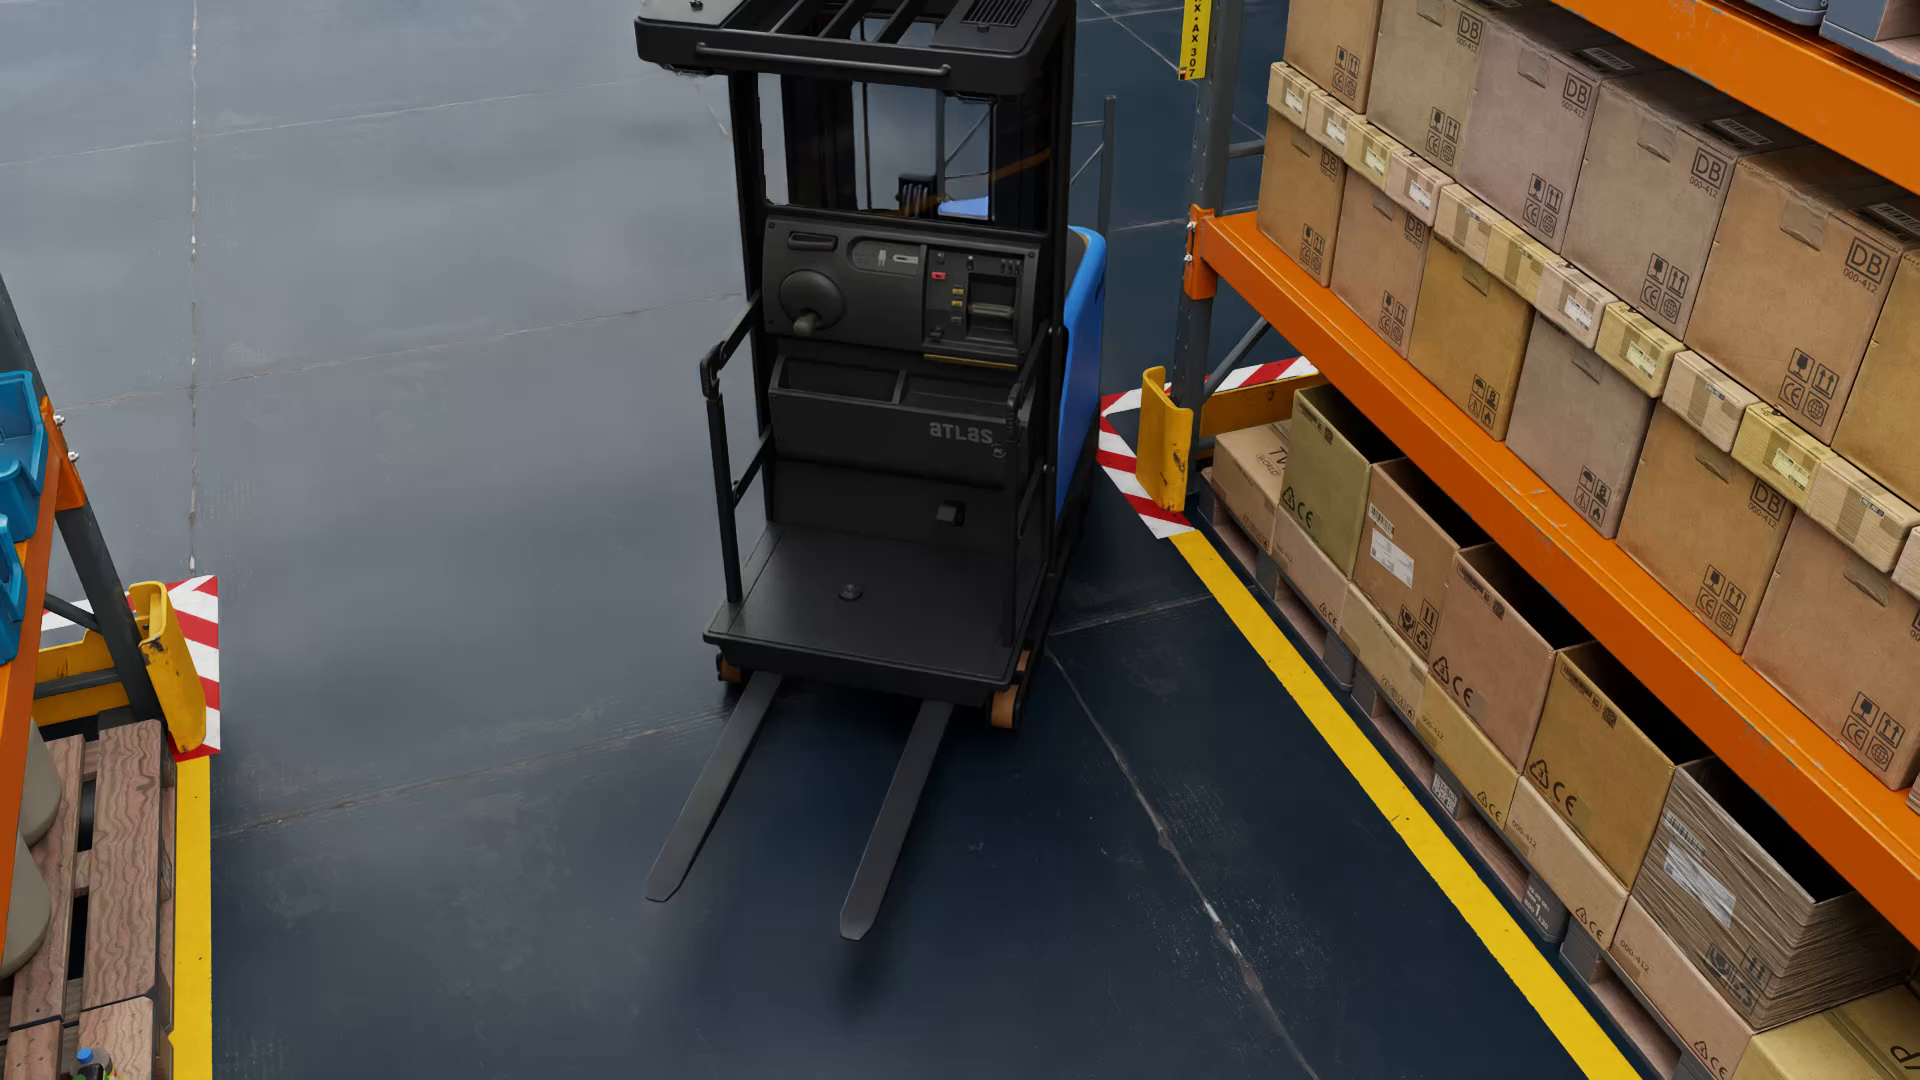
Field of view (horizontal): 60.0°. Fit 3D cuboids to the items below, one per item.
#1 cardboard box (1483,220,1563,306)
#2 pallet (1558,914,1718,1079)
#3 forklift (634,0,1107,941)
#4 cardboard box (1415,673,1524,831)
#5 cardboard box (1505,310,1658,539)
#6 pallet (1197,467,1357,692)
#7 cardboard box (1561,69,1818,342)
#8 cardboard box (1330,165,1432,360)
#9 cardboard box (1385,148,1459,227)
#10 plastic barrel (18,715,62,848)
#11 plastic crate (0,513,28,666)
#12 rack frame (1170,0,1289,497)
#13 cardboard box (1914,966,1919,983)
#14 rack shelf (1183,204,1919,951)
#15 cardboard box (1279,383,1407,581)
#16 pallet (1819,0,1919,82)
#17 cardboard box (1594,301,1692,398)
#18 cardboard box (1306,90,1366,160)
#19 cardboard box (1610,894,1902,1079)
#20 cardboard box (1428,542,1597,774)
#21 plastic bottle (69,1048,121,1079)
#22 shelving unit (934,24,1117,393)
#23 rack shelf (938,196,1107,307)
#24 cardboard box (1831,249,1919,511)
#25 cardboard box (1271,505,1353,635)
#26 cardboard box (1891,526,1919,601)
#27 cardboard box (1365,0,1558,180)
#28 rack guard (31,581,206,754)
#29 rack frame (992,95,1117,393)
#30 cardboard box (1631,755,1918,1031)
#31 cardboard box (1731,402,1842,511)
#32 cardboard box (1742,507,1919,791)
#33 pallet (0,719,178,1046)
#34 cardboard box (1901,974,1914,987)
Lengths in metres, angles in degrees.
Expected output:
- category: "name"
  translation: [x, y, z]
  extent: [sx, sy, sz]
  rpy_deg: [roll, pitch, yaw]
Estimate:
- category: "cardboard box"
  translation: [1.726, -0.812, 4.713]
  extent: [0.380, 0.149, 0.250]
  rpy_deg: [-13, 39, -17]
- category: "pallet"
  translation: [2.490, 1.409, 4.704]
  extent: [1.003, 0.211, 1.213]
  rpy_deg: [-12, 39, -16]
- category: "forklift"
  translation: [-0.252, -0.760, 5.323]
  extent: [1.130, 2.935, 3.031]
  rpy_deg: [8, 38, 11]
- category: "cardboard box"
  translation: [1.838, 0.620, 5.369]
  extent: [0.500, 0.250, 0.500]
  rpy_deg: [-12, 39, -16]
- category: "cardboard box"
  translation: [2.032, -0.406, 4.713]
  extent: [0.700, 0.500, 0.500]
  rpy_deg: [-11, 38, -15]
- category: "pallet"
  translation: [1.651, 0.030, 6.534]
  extent: [1.003, 0.211, 1.213]
  rpy_deg: [-12, 39, -16]
- category: "cardboard box"
  translation: [2.048, -0.905, 4.297]
  extent: [0.700, 0.500, 0.500]
  rpy_deg: [-12, 39, -16]
- category: "cardboard box"
  translation: [1.682, -0.985, 5.481]
  extent: [0.700, 0.500, 0.500]
  rpy_deg: [-11, 38, -15]
- category: "cardboard box"
  translation: [1.544, -1.107, 5.104]
  extent: [0.380, 0.149, 0.250]
  rpy_deg: [-13, 39, -17]
- category: "plastic barrel"
  translation: [-3.006, 0.699, 5.048]
  extent: [0.421, 0.512, 0.421]
  rpy_deg: [0, 37, 0]
- category: "plastic crate"
  translation: [-2.633, 0.165, 4.162]
  extent: [0.499, 0.251, 0.408]
  rpy_deg: [-12, 39, -16]
- category: "rack frame"
  translation: [1.348, -1.507, 6.257]
  extent: [1.000, 3.000, 0.127]
  rpy_deg: [-12, 39, -16]
- category: "cardboard box"
  translation: [2.859, 1.057, 4.167]
  extent: [0.500, 0.500, 0.500]
  rpy_deg: [-12, 39, -16]
- category: "rack shelf"
  translation: [2.036, -0.090, 4.974]
  extent: [1.077, 0.370, 4.000]
  rpy_deg: [-12, 39, -16]
- category: "cardboard box"
  translation: [1.498, -0.245, 5.895]
  extent: [0.500, 0.500, 0.500]
  rpy_deg: [-12, 39, -16]
- category: "pallet"
  translation: [2.407, -0.886, 3.014]
  extent: [1.003, 0.211, 1.213]
  rpy_deg: [-12, 39, -16]
- category: "cardboard box"
  translation: [1.900, -0.522, 4.328]
  extent: [0.380, 0.149, 0.250]
  rpy_deg: [-11, 38, -14]
- category: "cardboard box"
  translation: [1.374, -1.391, 5.481]
  extent: [0.380, 0.149, 0.250]
  rpy_deg: [-13, 39, -17]
- category: "cardboard box"
  translation: [2.197, 1.182, 4.624]
  extent: [0.500, 0.250, 0.500]
  rpy_deg: [-12, 39, -16]
- category: "cardboard box"
  translation: [1.837, 0.321, 5.144]
  extent: [0.500, 0.500, 0.500]
  rpy_deg: [-12, 39, -16]
- category: "plastic bottle"
  translation: [-2.260, 1.405, 4.351]
  extent: [0.097, 0.201, 0.097]
  rpy_deg: [0, 37, 0]
- category: "shelving unit"
  translation: [0.254, -1.419, 7.387]
  extent: [0.538, 1.500, 1.048]
  rpy_deg: [-8, 38, -11]
- category: "rack shelf"
  translation: [0.254, -1.275, 7.495]
  extent: [0.538, 0.185, 1.000]
  rpy_deg: [-8, 38, -11]
- category: "cardboard box"
  translation: [2.391, -0.340, 3.547]
  extent: [0.700, 0.500, 0.500]
  rpy_deg: [-13, 39, -16]
- category: "cardboard box"
  translation: [1.499, 0.054, 6.121]
  extent: [0.500, 0.250, 0.500]
  rpy_deg: [-12, 39, -16]
- category: "cardboard box"
  translation: [2.254, 0.057, 3.559]
  extent: [0.380, 0.149, 0.250]
  rpy_deg: [-14, 39, -17]
- category: "cardboard box"
  translation: [1.701, -1.473, 5.051]
  extent: [0.700, 0.500, 0.500]
  rpy_deg: [-13, 39, -17]
- category: "rack guard"
  translation: [-3.234, 0.548, 5.607]
  extent: [1.175, 0.500, 0.348]
  rpy_deg: [-12, 39, -16]
- category: "rack frame"
  translation: [0.374, -1.122, 6.992]
  extent: [0.500, 1.500, 0.032]
  rpy_deg: [-8, 38, -11]
- category: "cardboard box"
  translation: [2.199, 0.882, 4.399]
  extent: [0.500, 0.500, 0.500]
  rpy_deg: [-12, 39, -16]
- category: "cardboard box"
  translation: [2.081, -0.231, 3.941]
  extent: [0.380, 0.149, 0.250]
  rpy_deg: [-13, 39, -16]
- category: "cardboard box"
  translation: [2.378, 0.167, 3.952]
  extent: [0.700, 0.500, 0.500]
  rpy_deg: [-13, 39, -16]
- category: "pallet"
  translation: [-2.959, 1.124, 5.083]
  extent: [1.003, 0.211, 1.213]
  rpy_deg: [-12, 39, -16]
- category: "cardboard box"
  translation: [2.682, 1.075, 4.766]
  extent: [0.500, 0.250, 0.500]
  rpy_deg: [-12, 39, -16]
